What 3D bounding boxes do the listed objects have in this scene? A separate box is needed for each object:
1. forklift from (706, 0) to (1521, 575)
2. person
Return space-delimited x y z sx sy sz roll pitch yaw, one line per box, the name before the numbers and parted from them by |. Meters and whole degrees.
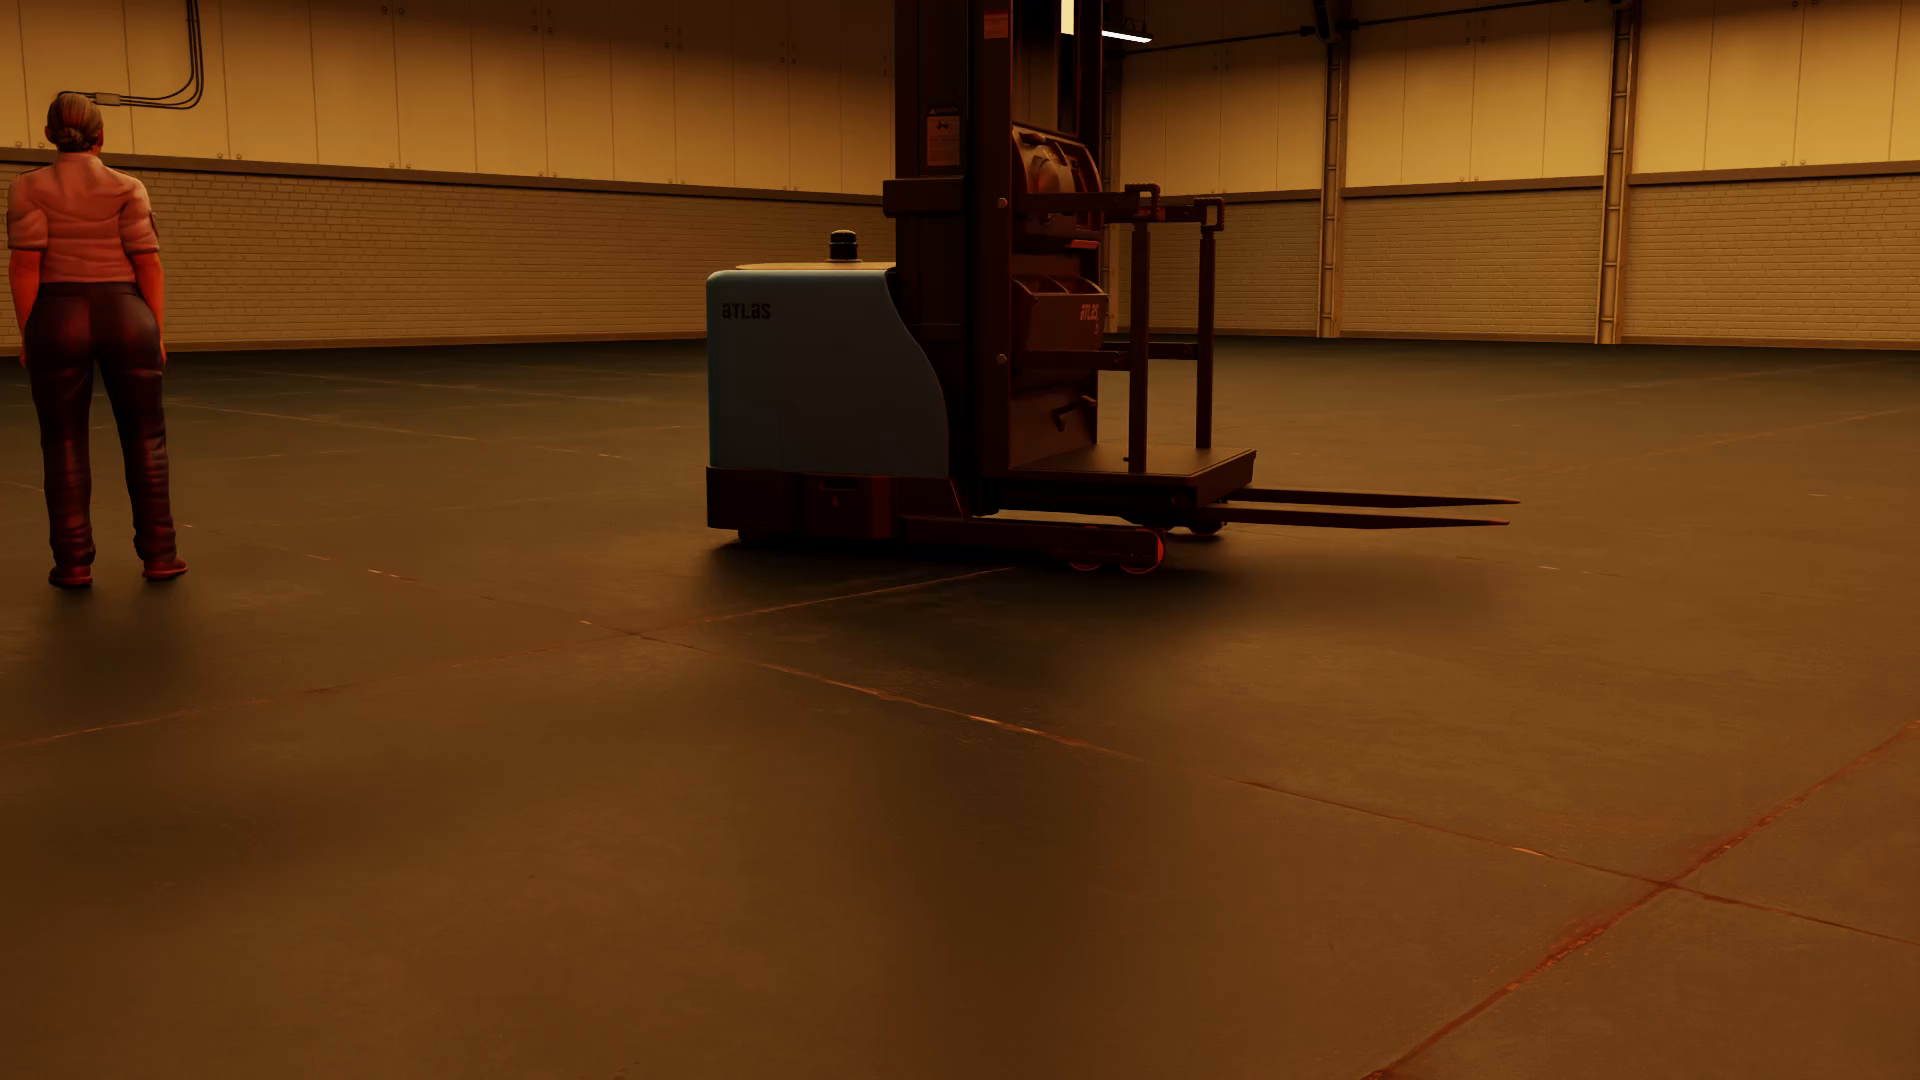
forklift | 0.565 -1.416 6.275 3.031 2.935 1.130 3 9 22
person | -2.952 -0.675 5.681 0.480 1.653 0.352 -4 10 -27
